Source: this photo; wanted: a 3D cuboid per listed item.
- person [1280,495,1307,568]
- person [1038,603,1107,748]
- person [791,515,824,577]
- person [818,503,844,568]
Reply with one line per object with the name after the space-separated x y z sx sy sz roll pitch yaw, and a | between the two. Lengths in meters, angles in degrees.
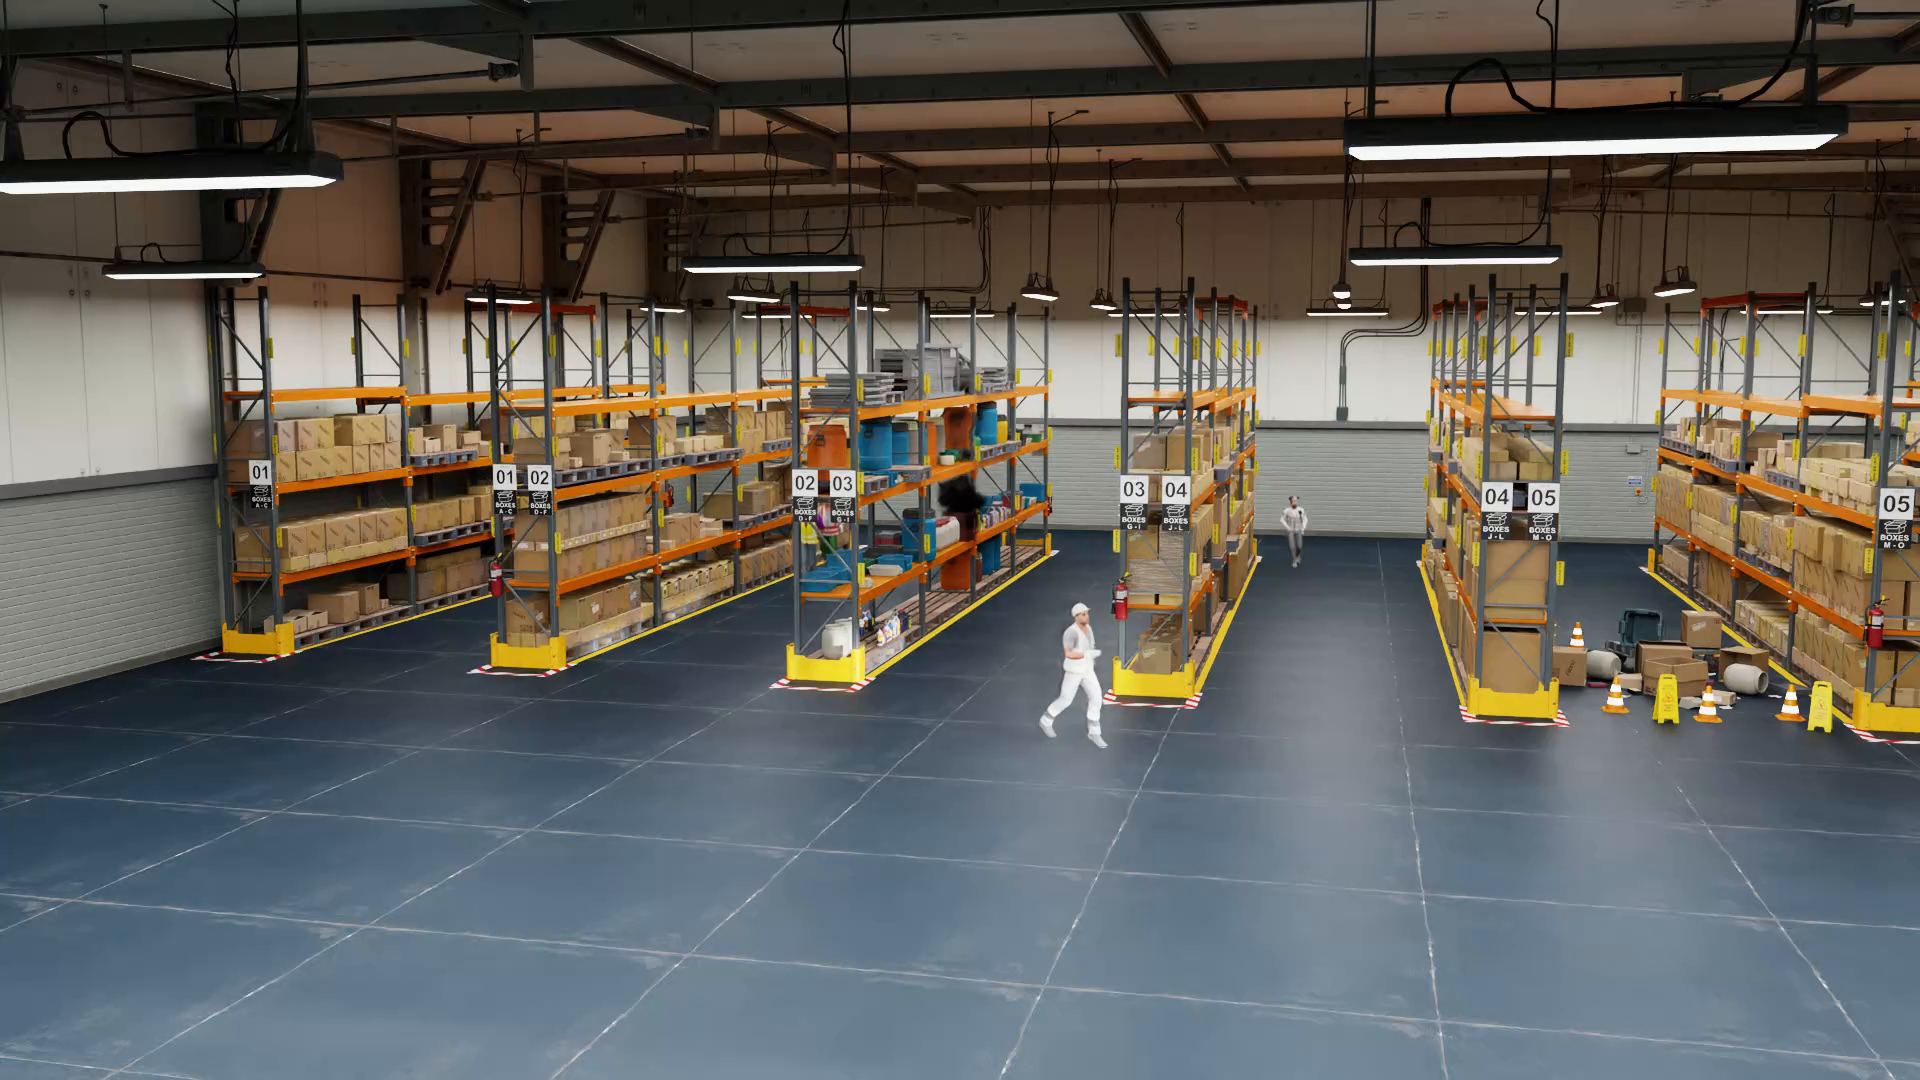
7.668 -0.200 38.216 0.626 1.661 0.548 1 7 7 | person
1.463 1.694 21.107 0.938 1.826 0.674 6 9 42 | person
-3.014 0.082 32.851 0.679 1.776 0.836 0 7 0 | person
-2.709 -0.081 34.392 0.662 1.794 0.846 0 7 3 | person
